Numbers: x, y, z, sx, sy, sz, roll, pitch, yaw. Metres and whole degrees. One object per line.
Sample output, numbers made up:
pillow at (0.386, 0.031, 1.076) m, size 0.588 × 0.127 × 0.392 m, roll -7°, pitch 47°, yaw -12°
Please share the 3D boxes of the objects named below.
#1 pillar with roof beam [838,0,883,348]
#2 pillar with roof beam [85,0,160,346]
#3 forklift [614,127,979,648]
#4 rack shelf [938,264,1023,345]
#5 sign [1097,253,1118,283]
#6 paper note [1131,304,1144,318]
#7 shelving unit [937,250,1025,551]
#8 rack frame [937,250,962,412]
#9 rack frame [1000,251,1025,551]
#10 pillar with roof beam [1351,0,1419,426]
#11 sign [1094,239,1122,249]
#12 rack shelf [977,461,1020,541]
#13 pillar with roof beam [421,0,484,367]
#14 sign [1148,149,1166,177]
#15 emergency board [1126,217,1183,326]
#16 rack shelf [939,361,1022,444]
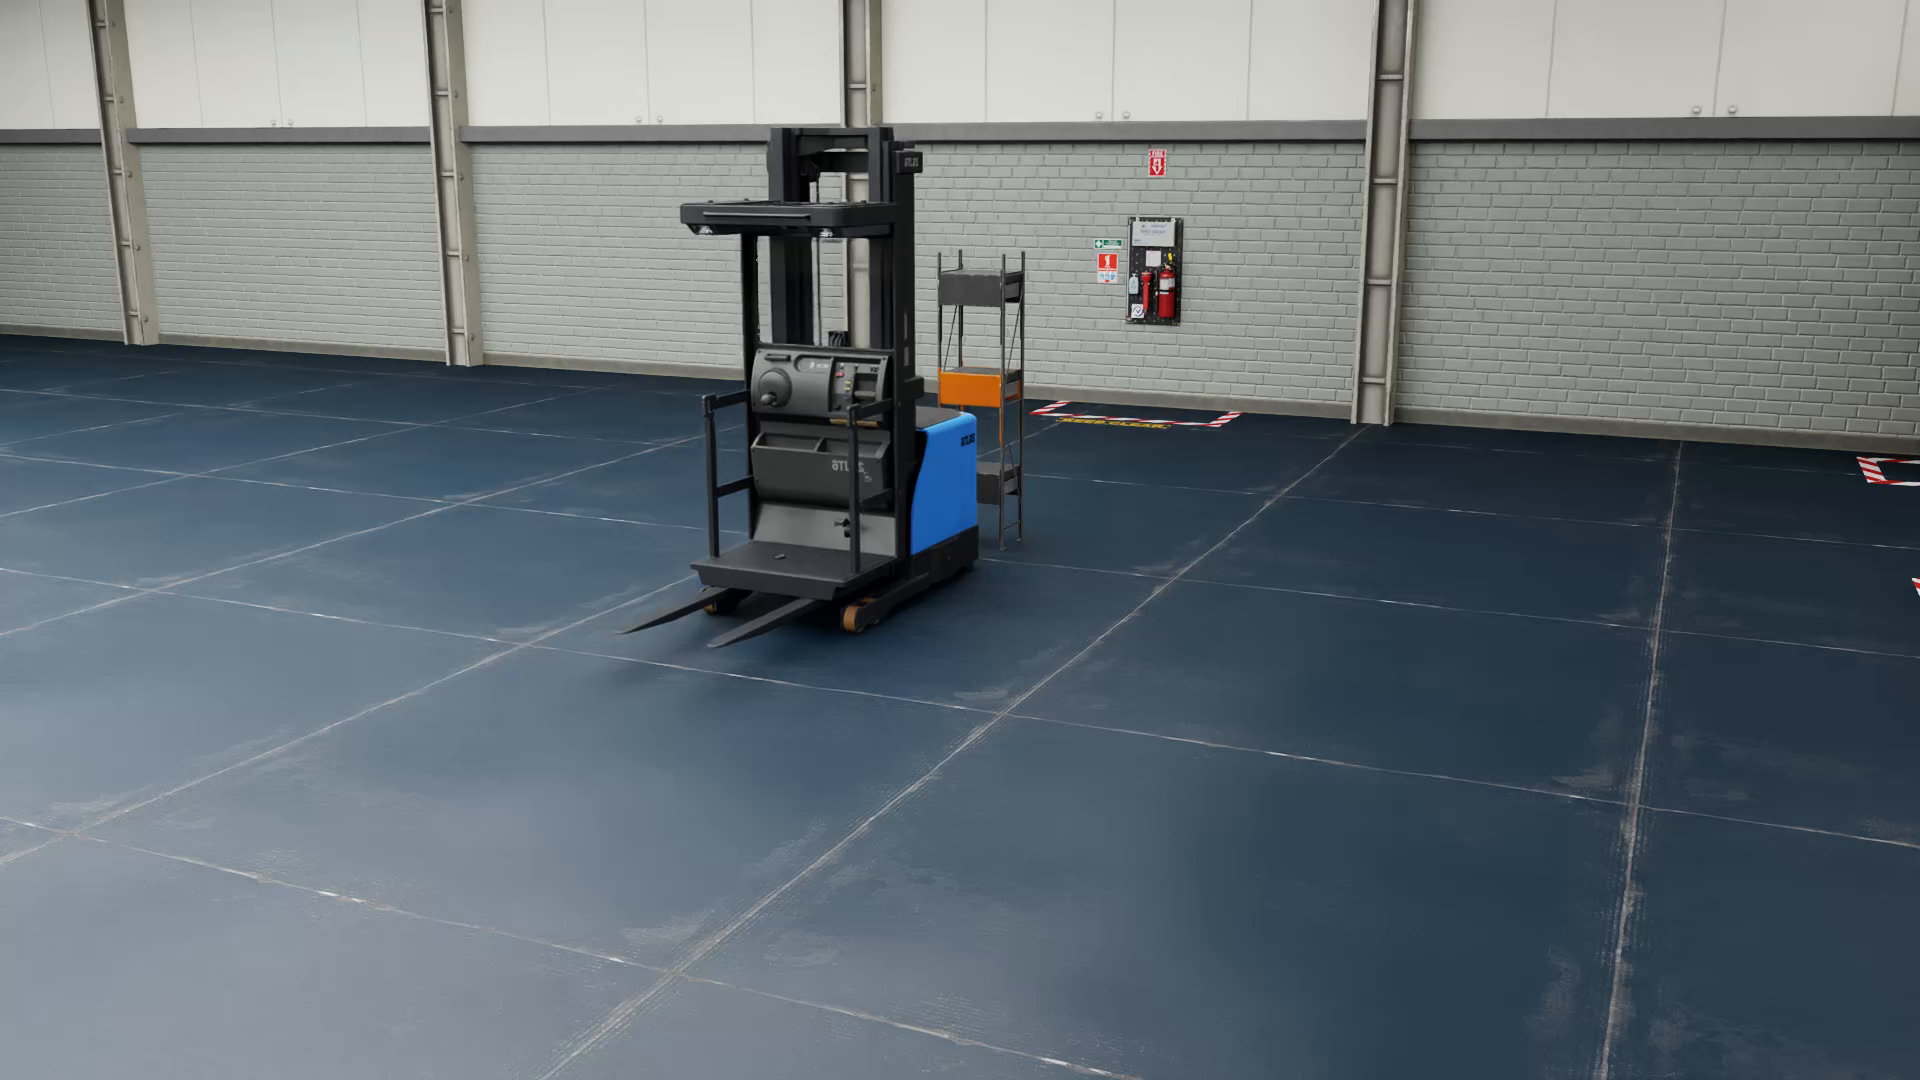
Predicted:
pillar with roof beam at (-2.880, -5.277, 15.046) m, size 0.400 × 9.000 × 9.100 m, roll 6°, pitch 14°, yaw 23°
pillar with roof beam at (-13.851, -6.388, 19.778) m, size 0.400 × 9.000 × 9.100 m, roll 6°, pitch 14°, yaw 23°
forklift at (-0.955, -0.985, 10.039) m, size 1.130 × 2.935 × 3.031 m, roll 6°, pitch 15°, yaw 24°
rack shelf at (0.151, -1.675, 11.793) m, size 0.480 × 0.518 × 0.431 m, roll 6°, pitch 14°, yaw 23°
sign at (1.642, -3.027, 18.512) m, size 0.234 × 0.329 × 0.001 m, roll 6°, pitch 14°, yaw 23°
paper note at (1.972, -2.539, 18.438) m, size 0.142 × 0.148 × 0.016 m, roll 6°, pitch 14°, yaw 23°
shelving unit at (0.151, -1.007, 11.950) m, size 0.503 × 2.100 × 0.431 m, roll 6°, pitch 14°, yaw 23°
rack frame at (-0.072, -1.029, 12.046) m, size 0.015 × 2.100 × 0.400 m, roll 6°, pitch 14°, yaw 23°
rack frame at (0.374, -0.984, 11.853) m, size 0.015 × 2.100 × 0.400 m, roll 6°, pitch 14°, yaw 23°
pillar with roof beam at (2.606, -4.722, 12.680) m, size 0.400 × 9.000 × 9.100 m, roll 6°, pitch 14°, yaw 23°
sign at (1.643, -3.283, 18.441) m, size 0.331 × 0.109 × 0.001 m, roll 6°, pitch 14°, yaw 23°
rack shelf at (0.151, -0.312, 12.113) m, size 0.480 × 0.518 × 0.431 m, roll 6°, pitch 14°, yaw 23°
pillar with roof beam at (-8.365, -5.832, 17.412) m, size 0.400 × 9.000 × 9.100 m, roll 6°, pitch 14°, yaw 23°
sign at (2.139, -4.087, 18.033) m, size 0.199 × 0.298 × 0.001 m, roll 6°, pitch 14°, yaw 23°
emergency board at (2.106, -2.937, 18.206) m, size 0.643 × 1.169 × 0.194 m, roll 6°, pitch 14°, yaw 23°
rack shelf at (0.151, -0.994, 11.953) m, size 0.480 × 0.518 × 0.431 m, roll 6°, pitch 14°, yaw 23°
